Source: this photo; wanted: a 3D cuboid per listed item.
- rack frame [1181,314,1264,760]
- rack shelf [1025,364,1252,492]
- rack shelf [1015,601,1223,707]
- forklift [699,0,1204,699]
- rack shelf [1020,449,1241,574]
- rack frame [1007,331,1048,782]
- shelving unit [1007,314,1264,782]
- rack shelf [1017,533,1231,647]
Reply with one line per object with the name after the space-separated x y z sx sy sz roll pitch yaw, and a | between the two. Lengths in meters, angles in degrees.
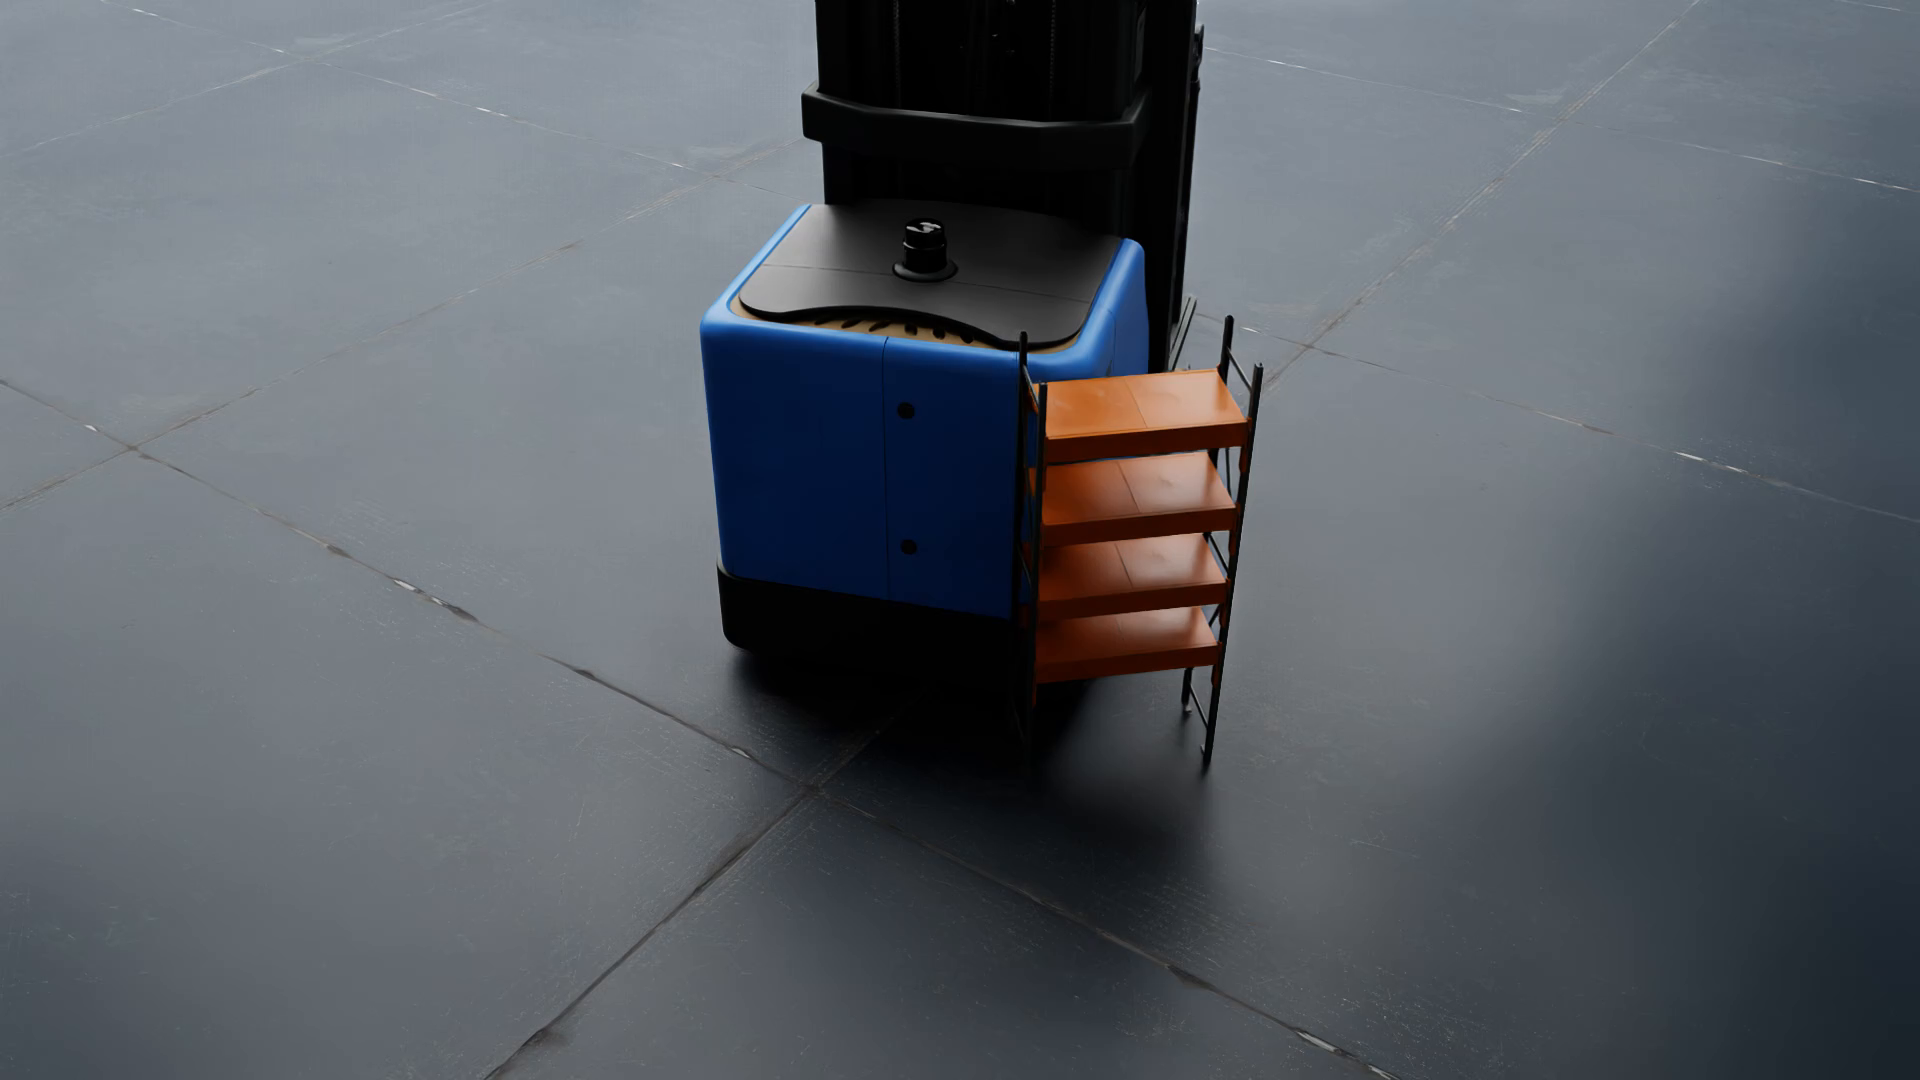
0.640 0.029 4.126 0.015 1.200 0.240 -5 37 -8 | rack frame
0.402 -0.264 3.858 0.480 0.148 0.258 -5 37 -8 | rack shelf
0.398 0.265 4.251 0.480 0.148 0.258 -5 37 -8 | rack shelf
0.195 -1.606 5.009 1.130 2.935 3.031 8 35 12 | forklift
0.401 -0.074 3.999 0.480 0.148 0.258 -5 37 -8 | rack shelf
0.159 0.075 4.058 0.015 1.200 0.240 -5 37 -8 | rack frame
0.399 0.052 4.092 0.503 1.200 0.258 -5 37 -8 | shelving unit
0.399 0.106 4.132 0.480 0.148 0.258 -5 37 -8 | rack shelf
